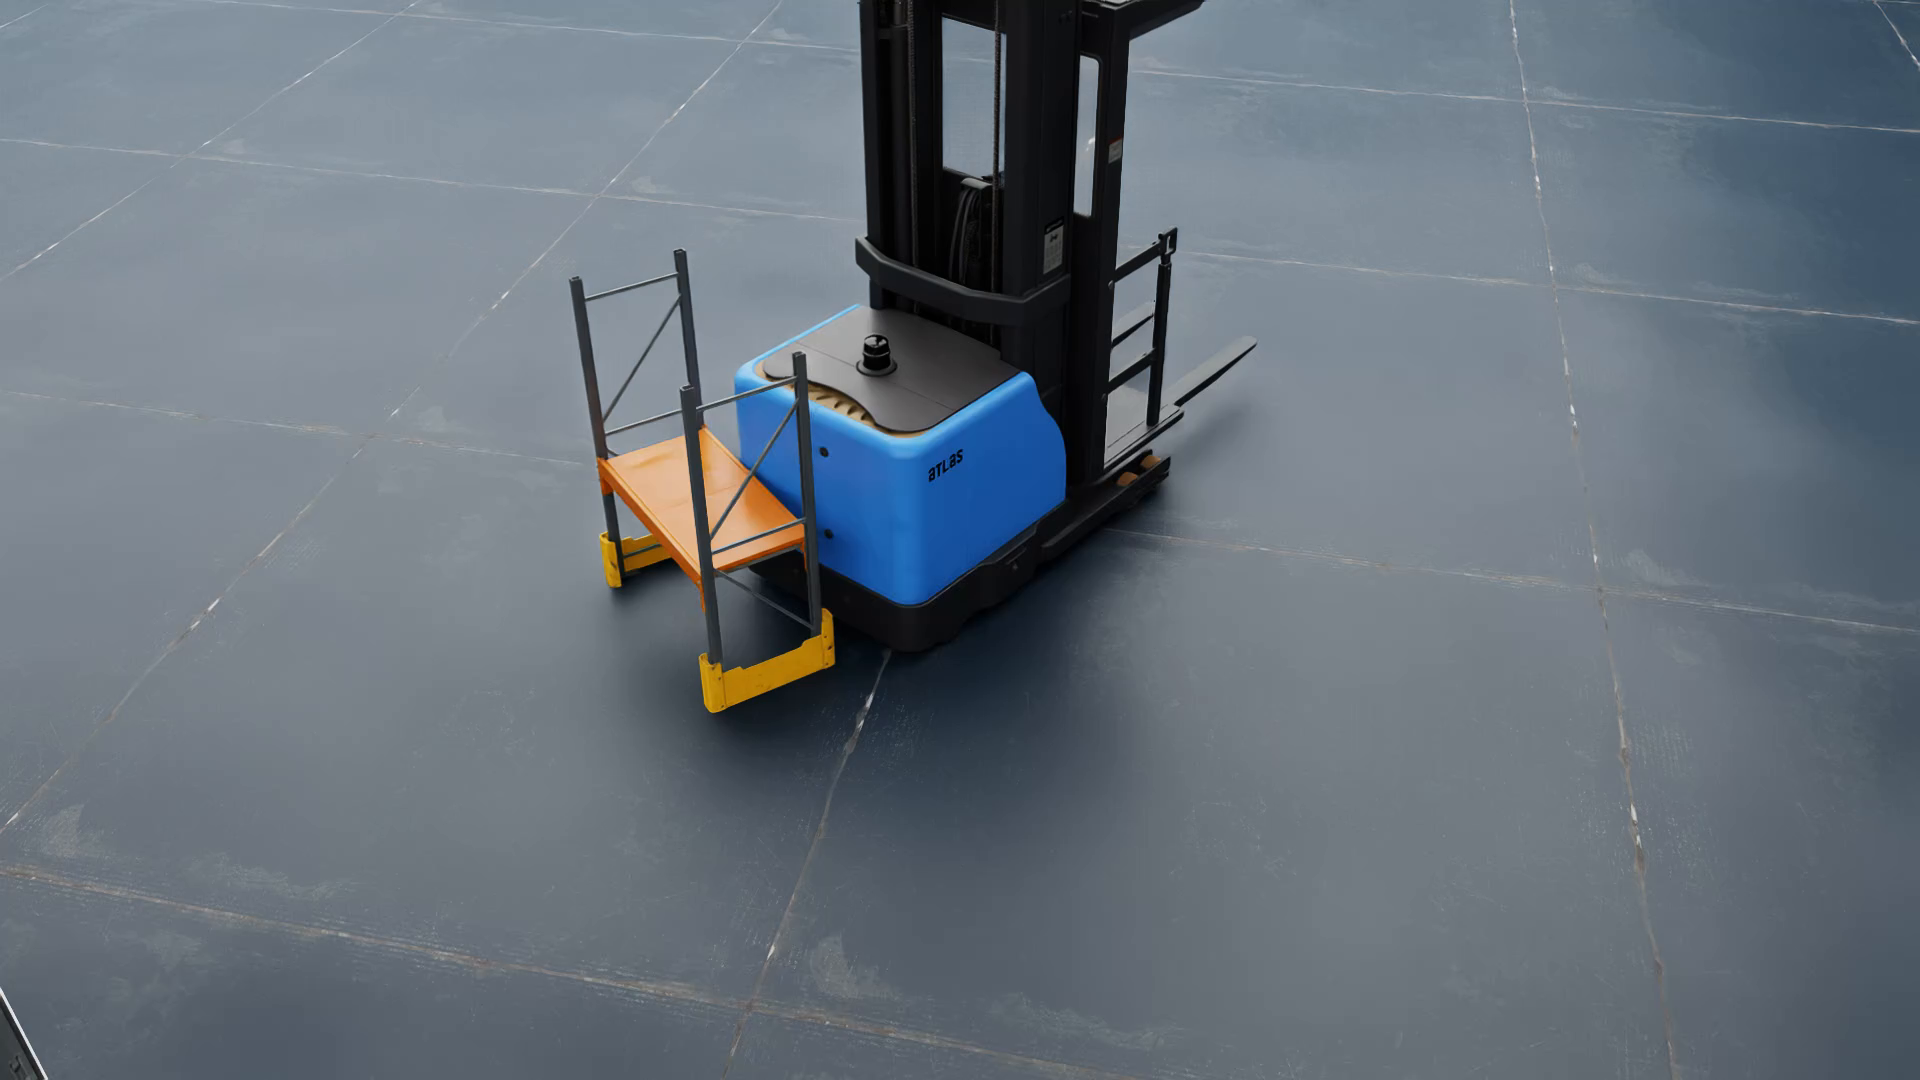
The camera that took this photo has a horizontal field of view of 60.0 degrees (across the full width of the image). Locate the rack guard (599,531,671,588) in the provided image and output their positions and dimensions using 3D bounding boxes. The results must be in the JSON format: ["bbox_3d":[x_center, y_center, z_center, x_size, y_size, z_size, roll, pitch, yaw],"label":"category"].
[{"bbox_3d":[-1.333,0.005,7.530,0.587,0.250,0.087,-21,41,-26],"label":"rack guard"}]

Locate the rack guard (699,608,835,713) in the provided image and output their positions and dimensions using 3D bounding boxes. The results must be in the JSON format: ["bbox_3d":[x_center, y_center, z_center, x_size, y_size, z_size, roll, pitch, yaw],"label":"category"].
[{"bbox_3d":[-0.788,0.494,6.855,0.587,0.250,0.087,-21,41,-26],"label":"rack guard"}]

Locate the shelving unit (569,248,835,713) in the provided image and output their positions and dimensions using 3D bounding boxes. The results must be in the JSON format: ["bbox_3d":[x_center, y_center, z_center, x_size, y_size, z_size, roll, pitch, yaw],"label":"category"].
[{"bbox_3d":[-1.061,-0.256,6.825,0.587,1.500,1.083,-21,41,-26],"label":"shelving unit"}]

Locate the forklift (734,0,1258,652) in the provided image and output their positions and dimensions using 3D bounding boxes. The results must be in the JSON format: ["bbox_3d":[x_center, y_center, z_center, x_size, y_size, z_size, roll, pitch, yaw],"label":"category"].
[{"bbox_3d":[0.366,-1.512,7.339,1.130,2.935,3.031,26,43,31],"label":"forklift"}]

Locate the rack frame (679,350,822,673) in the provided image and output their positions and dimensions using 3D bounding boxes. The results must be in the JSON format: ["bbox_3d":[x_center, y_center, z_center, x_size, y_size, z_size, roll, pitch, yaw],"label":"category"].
[{"bbox_3d":[-0.787,-0.011,6.487,0.500,1.500,0.032,-21,41,-26],"label":"rack frame"}]

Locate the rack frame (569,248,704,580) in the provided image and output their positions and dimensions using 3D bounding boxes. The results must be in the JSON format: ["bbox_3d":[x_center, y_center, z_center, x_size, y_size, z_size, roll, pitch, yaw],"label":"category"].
[{"bbox_3d":[-1.344,-0.510,7.176,0.500,1.500,0.032,-21,41,-26],"label":"rack frame"}]

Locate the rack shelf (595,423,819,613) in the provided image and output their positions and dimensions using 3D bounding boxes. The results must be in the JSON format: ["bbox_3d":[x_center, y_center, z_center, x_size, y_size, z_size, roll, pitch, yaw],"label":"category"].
[{"bbox_3d":[-1.066,-0.115,6.937,0.538,0.185,1.000,-21,41,-26],"label":"rack shelf"}]
